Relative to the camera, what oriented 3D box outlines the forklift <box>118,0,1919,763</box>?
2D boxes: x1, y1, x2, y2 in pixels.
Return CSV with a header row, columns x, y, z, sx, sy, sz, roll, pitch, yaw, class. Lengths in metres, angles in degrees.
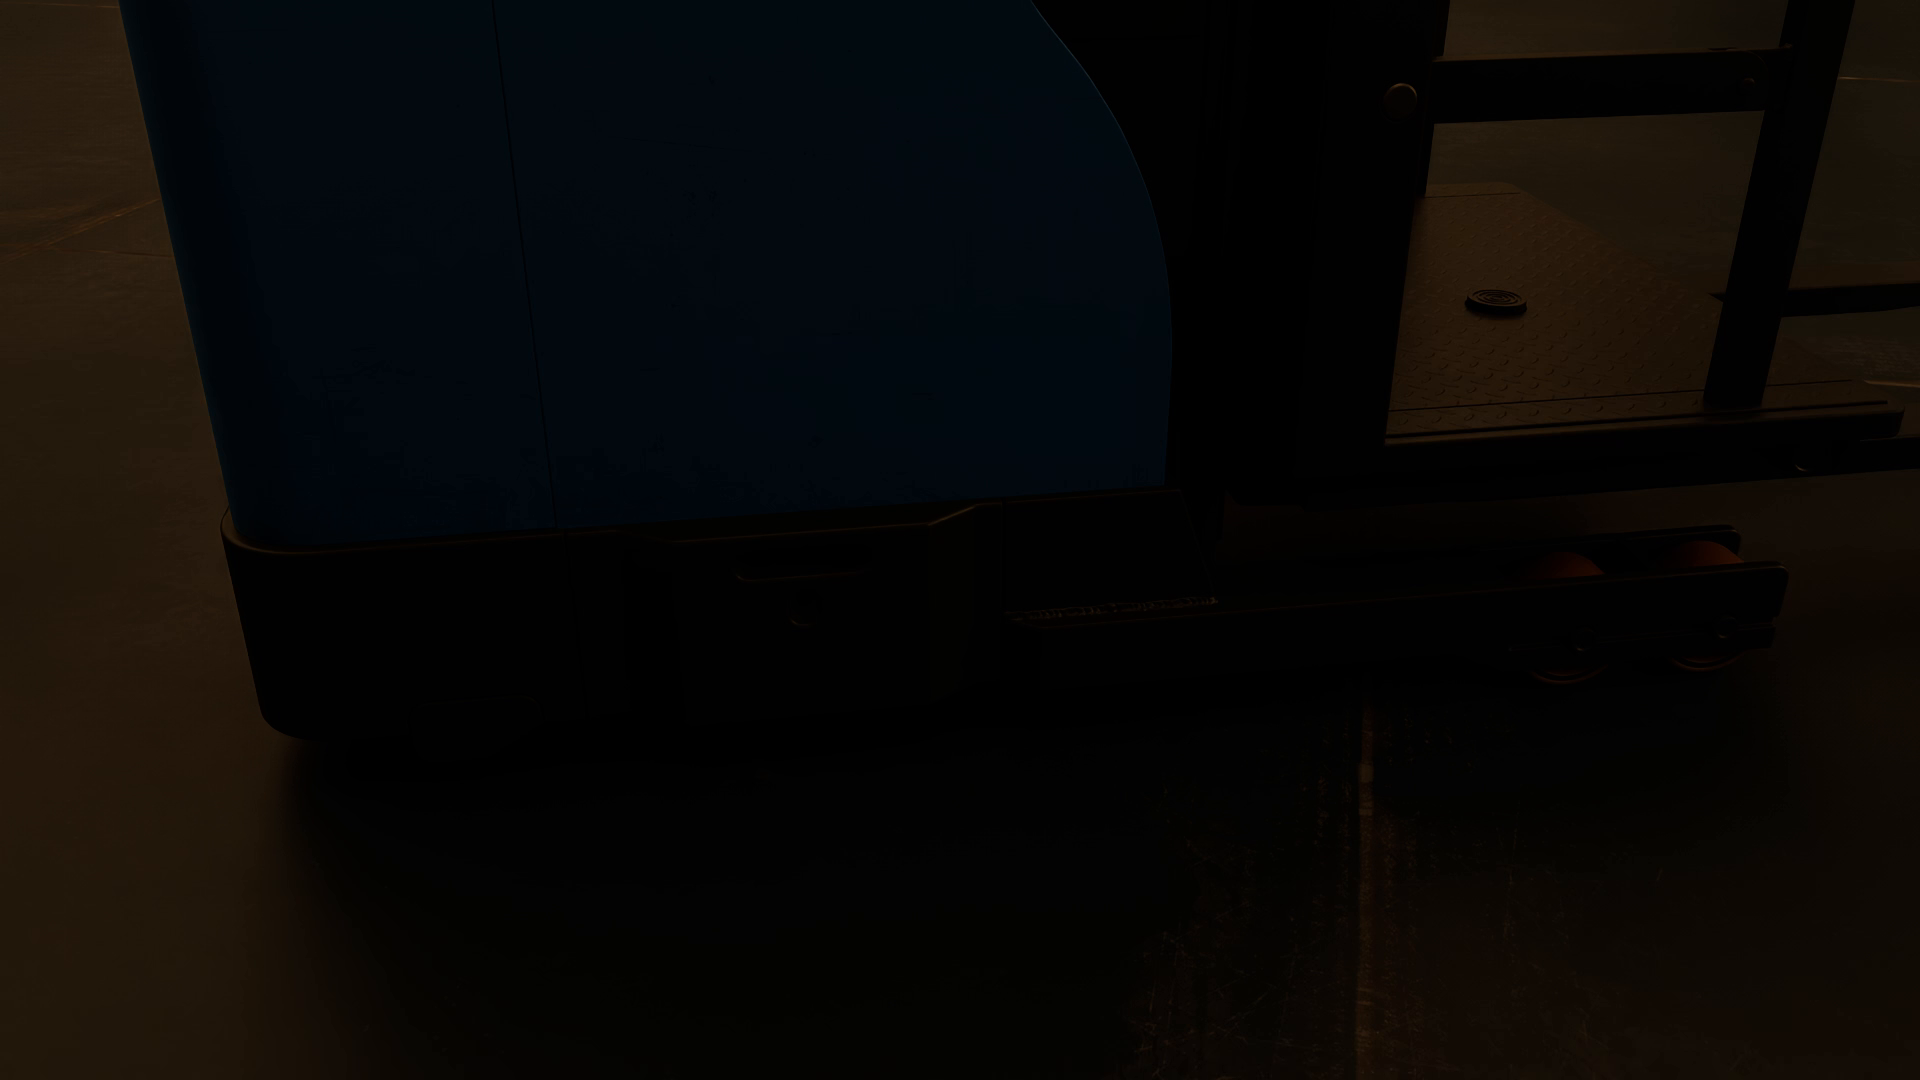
x,y,z,sx,sy,sz,roll,pitch,yaw,class
0.600,-1.354,1.930,3.031,2.935,1.130,-4,27,-9,forklift
